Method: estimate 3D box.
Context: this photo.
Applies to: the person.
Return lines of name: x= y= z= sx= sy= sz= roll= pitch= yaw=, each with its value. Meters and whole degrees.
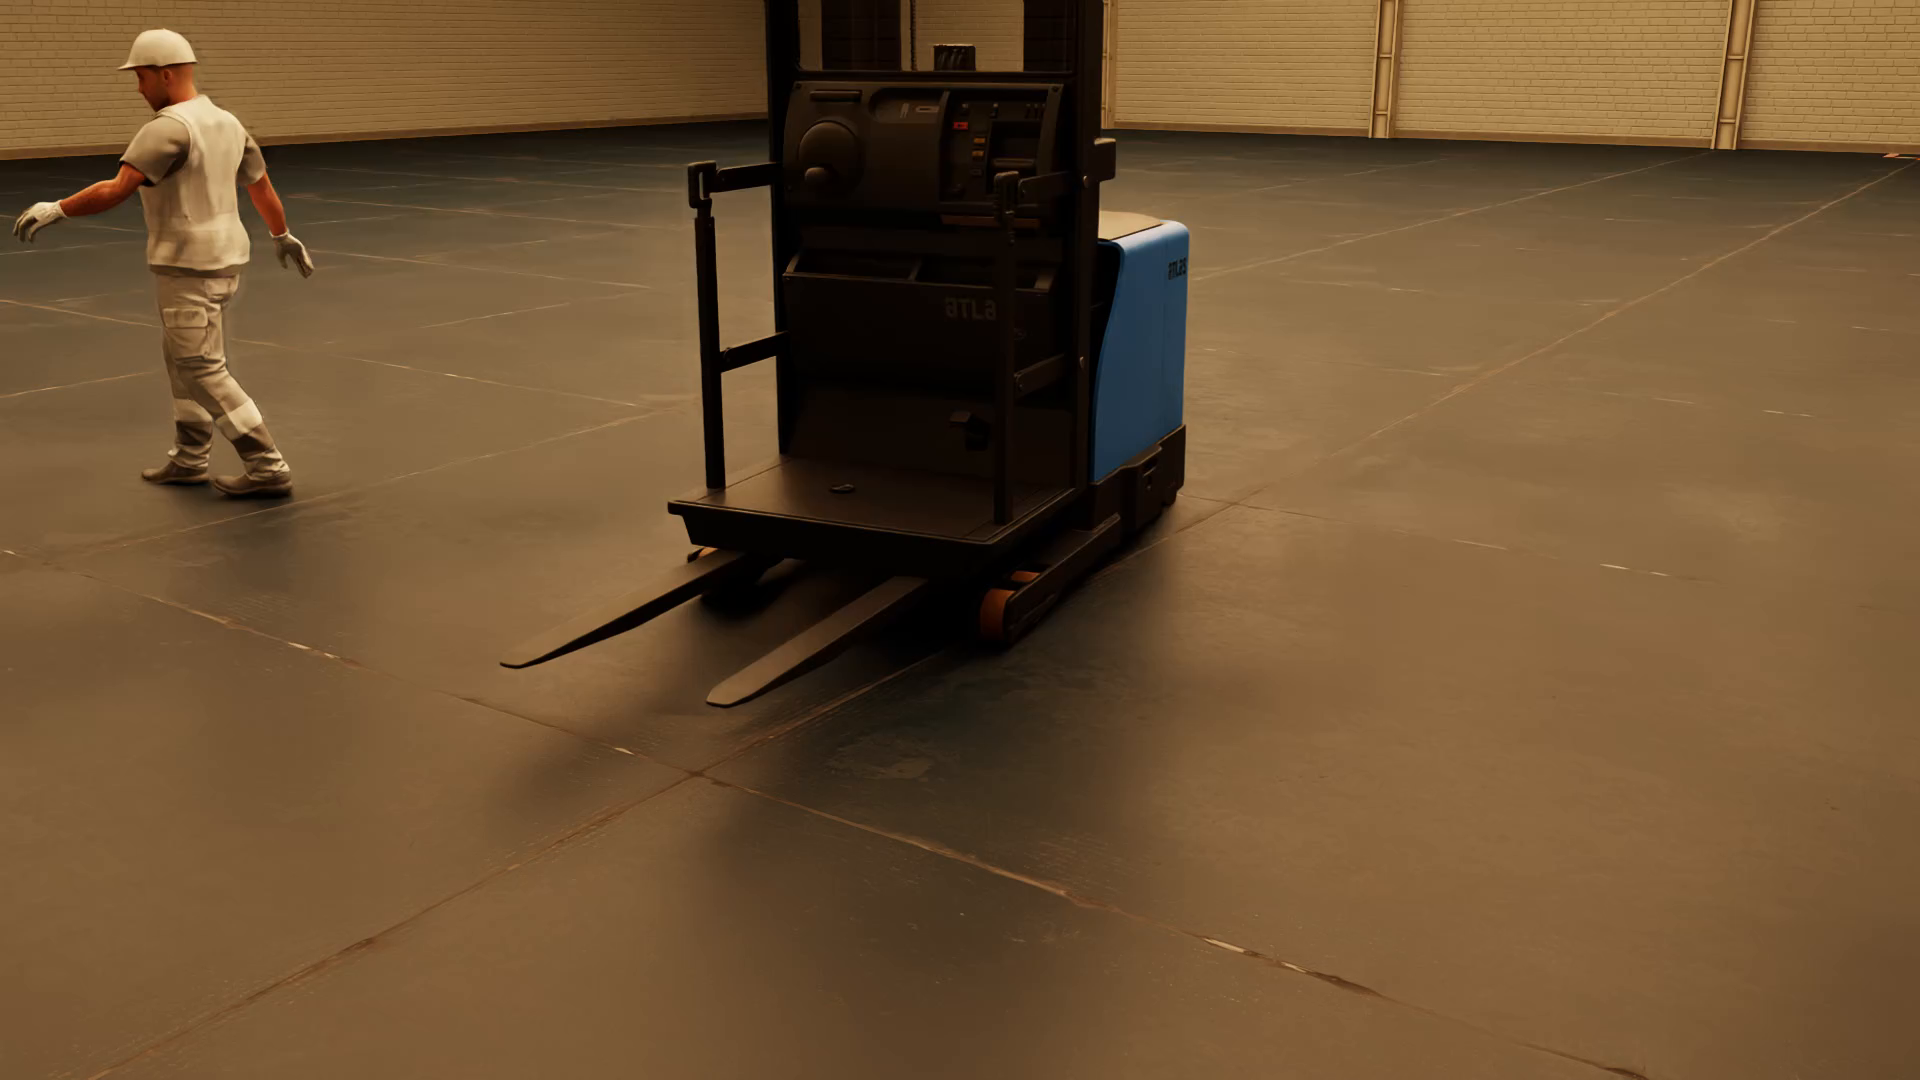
person: x=-2.987 y=-1.082 z=6.411 sx=0.751 sy=1.696 sz=1.001 roll=1 pitch=17 yaw=5

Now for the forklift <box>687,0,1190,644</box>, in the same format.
forklift: x=-0.212 y=-1.237 z=4.969 sx=1.130 sy=2.935 sz=3.031 roll=8 pitch=18 yaw=24
